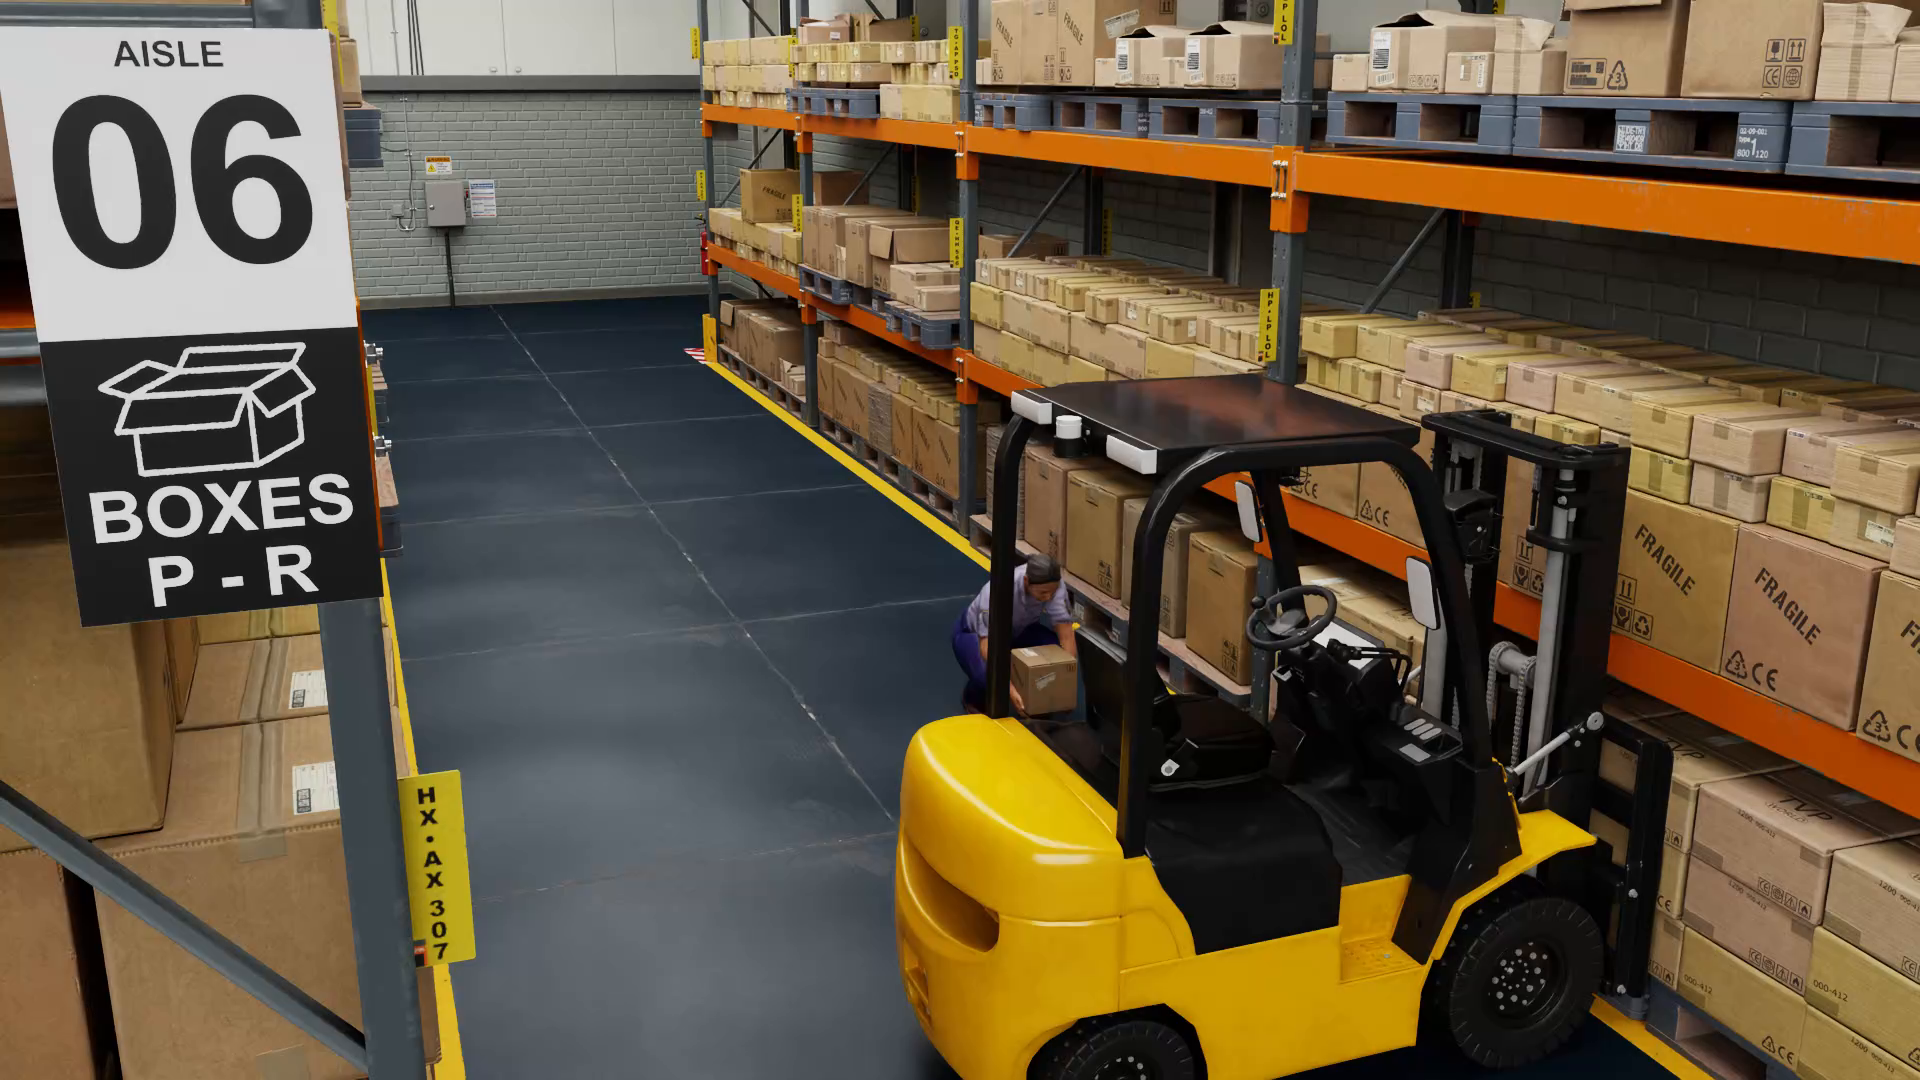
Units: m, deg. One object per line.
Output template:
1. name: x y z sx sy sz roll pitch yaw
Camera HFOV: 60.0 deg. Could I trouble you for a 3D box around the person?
1. person: 0.272 0.463 8.266 0.519 0.929 0.818 -6 17 -20
